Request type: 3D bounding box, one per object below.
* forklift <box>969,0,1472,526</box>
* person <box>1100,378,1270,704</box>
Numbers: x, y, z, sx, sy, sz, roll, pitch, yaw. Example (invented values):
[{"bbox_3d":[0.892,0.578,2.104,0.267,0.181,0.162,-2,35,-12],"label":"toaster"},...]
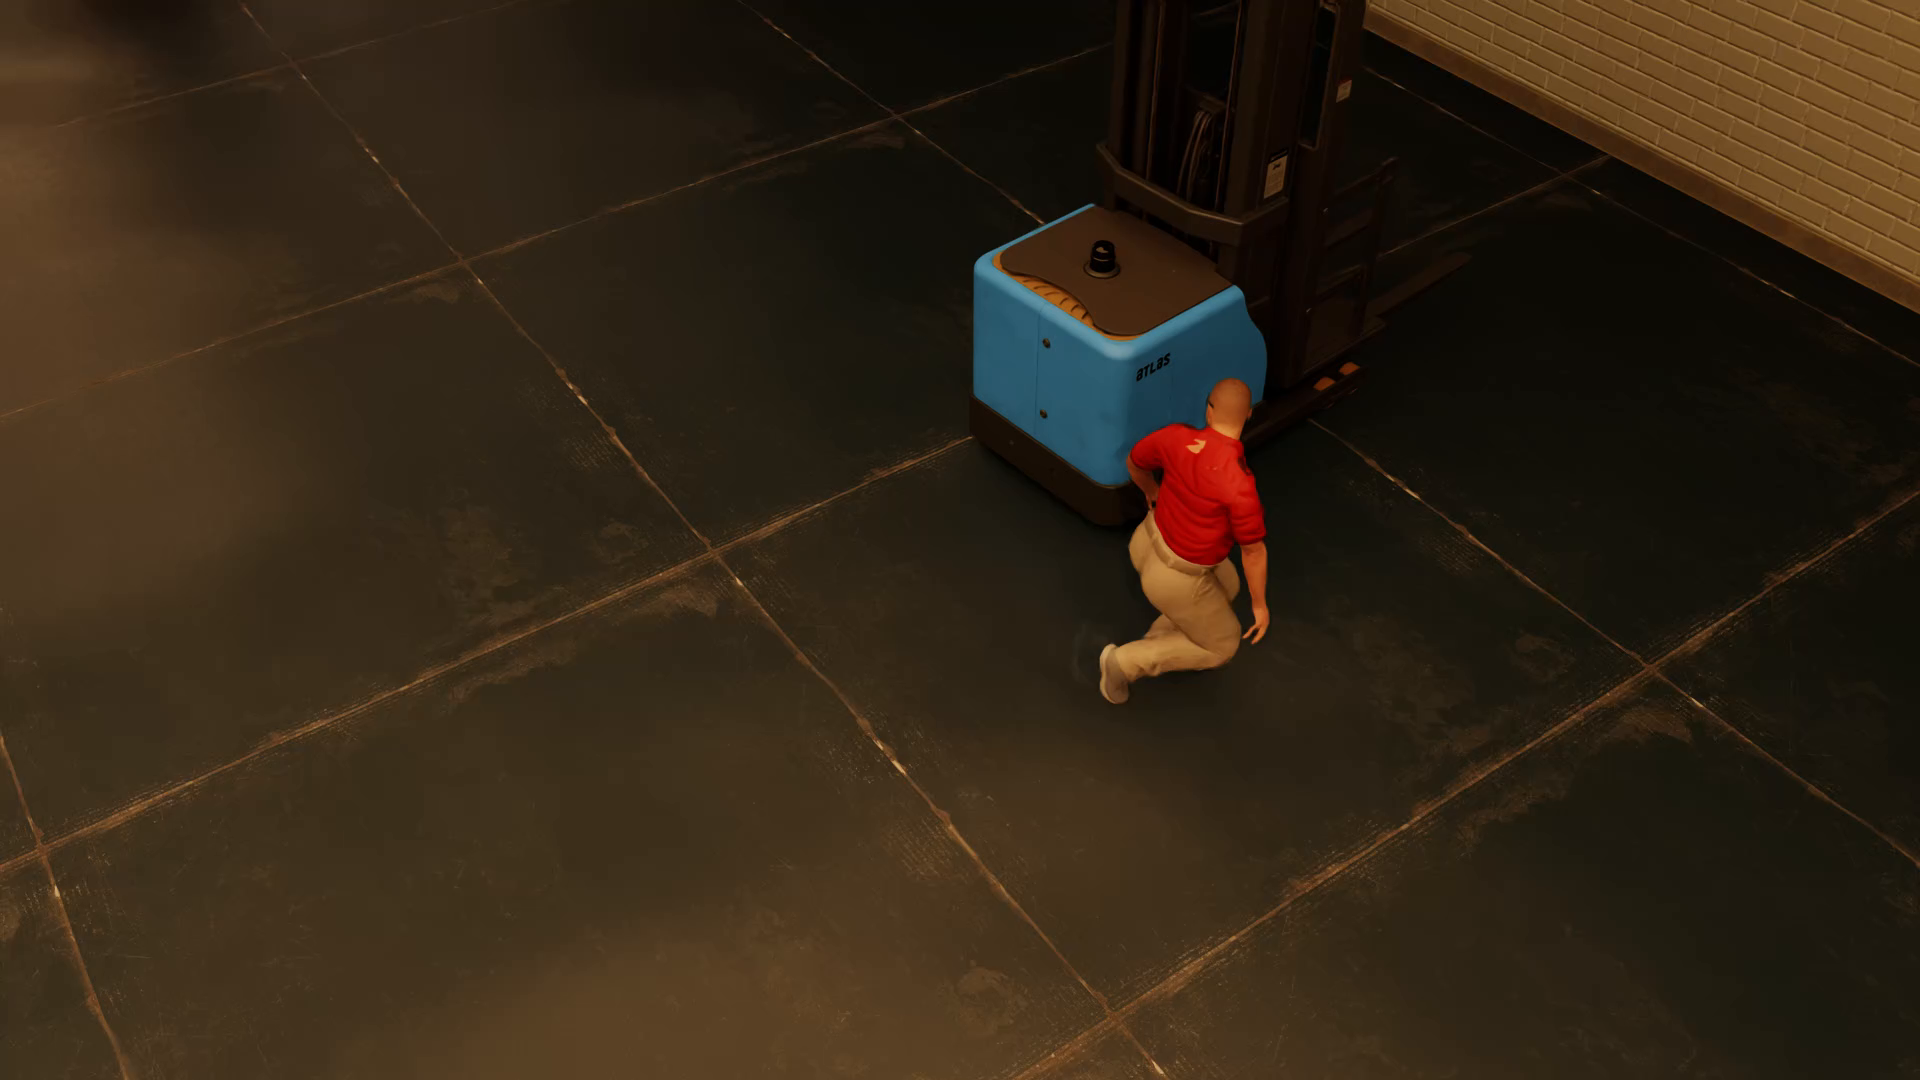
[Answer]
[{"bbox_3d":[1.493,-1.998,7.883,3.031,2.935,1.130,-30,51,-29],"label":"forklift"},{"bbox_3d":[0.885,0.052,6.726,0.648,1.528,0.831,-11,44,-11],"label":"person"}]
